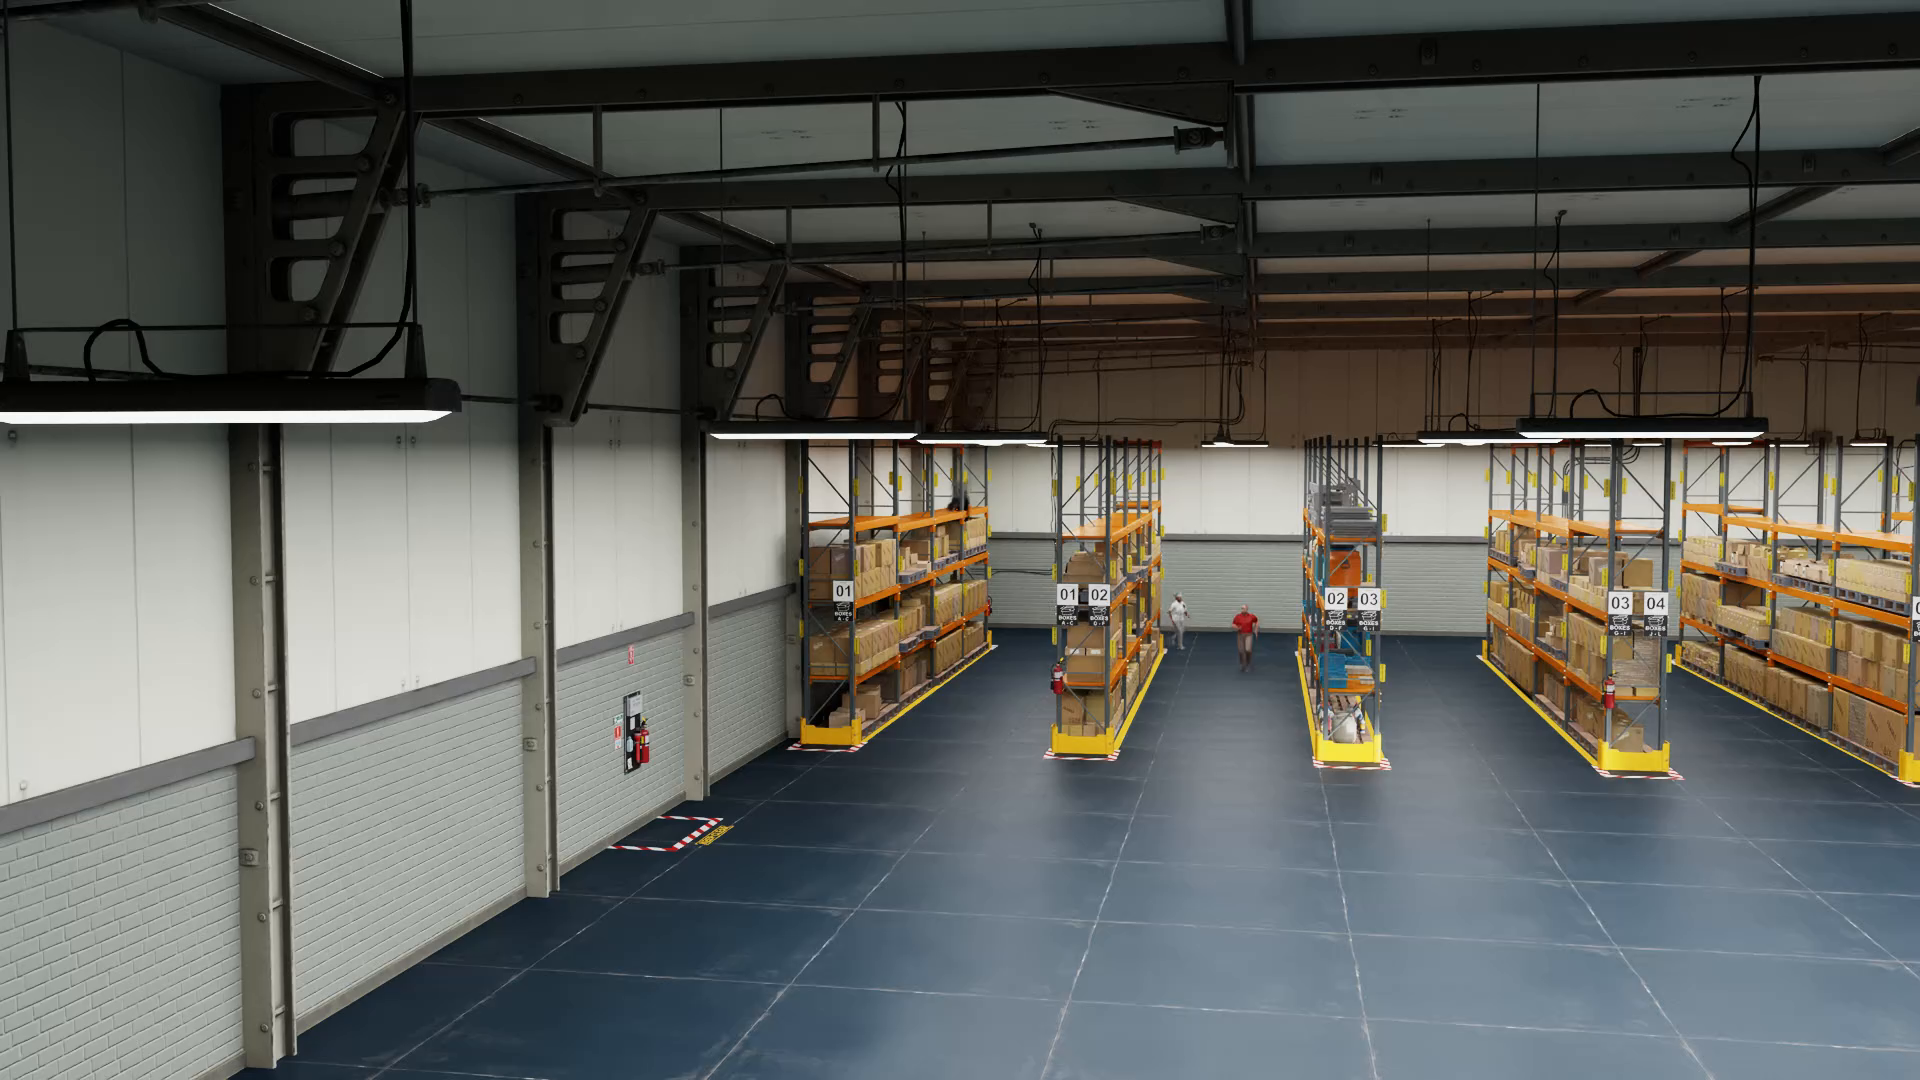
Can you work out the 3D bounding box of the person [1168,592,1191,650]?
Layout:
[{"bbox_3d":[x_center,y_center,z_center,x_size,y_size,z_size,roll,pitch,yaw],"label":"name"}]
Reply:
[{"bbox_3d":[6.263,2.315,47.813,0.579,1.650,0.736,-2,4,-31],"label":"person"}]

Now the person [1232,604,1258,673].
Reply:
[{"bbox_3d":[7.358,2.555,42.923,0.649,1.787,0.851,1,3,13],"label":"person"}]
